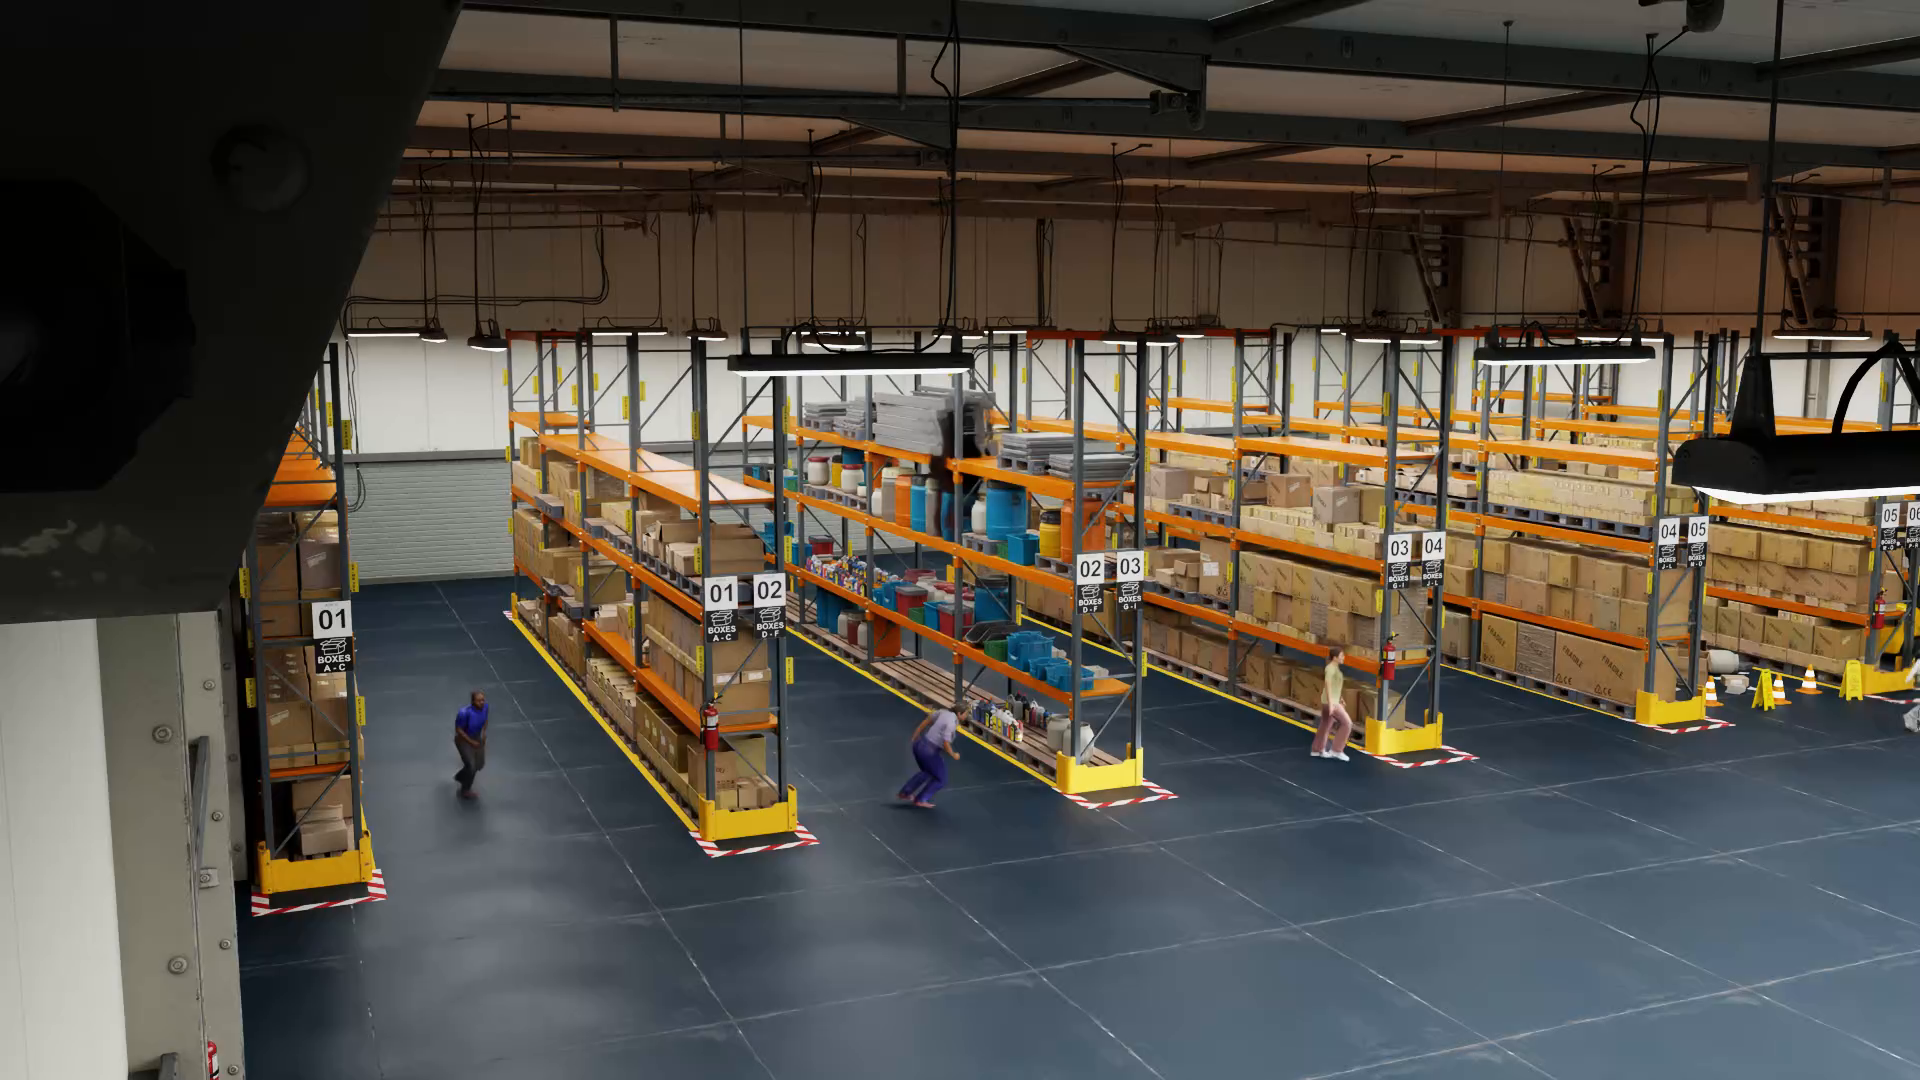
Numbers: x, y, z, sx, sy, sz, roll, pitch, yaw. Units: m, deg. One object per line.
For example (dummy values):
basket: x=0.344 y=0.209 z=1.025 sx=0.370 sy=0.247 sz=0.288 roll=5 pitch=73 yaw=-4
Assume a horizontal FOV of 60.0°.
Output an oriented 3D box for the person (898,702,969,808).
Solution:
person: x=-0.346 y=2.776 z=21.352 sx=0.856 sy=1.361 sz=0.677 roll=-3 pitch=8 yaw=-19

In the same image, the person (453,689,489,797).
person: x=-6.439 y=2.636 z=21.817 sx=0.820 sy=1.506 sz=0.575 roll=5 pitch=9 yaw=31

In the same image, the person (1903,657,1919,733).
person: x=14.670 y=2.128 z=25.140 sx=0.617 sy=1.621 sz=0.557 roll=-6 pitch=10 yaw=-38

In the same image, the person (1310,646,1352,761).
person: x=5.269 y=2.314 z=23.550 sx=0.564 sy=1.656 sz=0.523 roll=2 pitch=8 yaw=11
